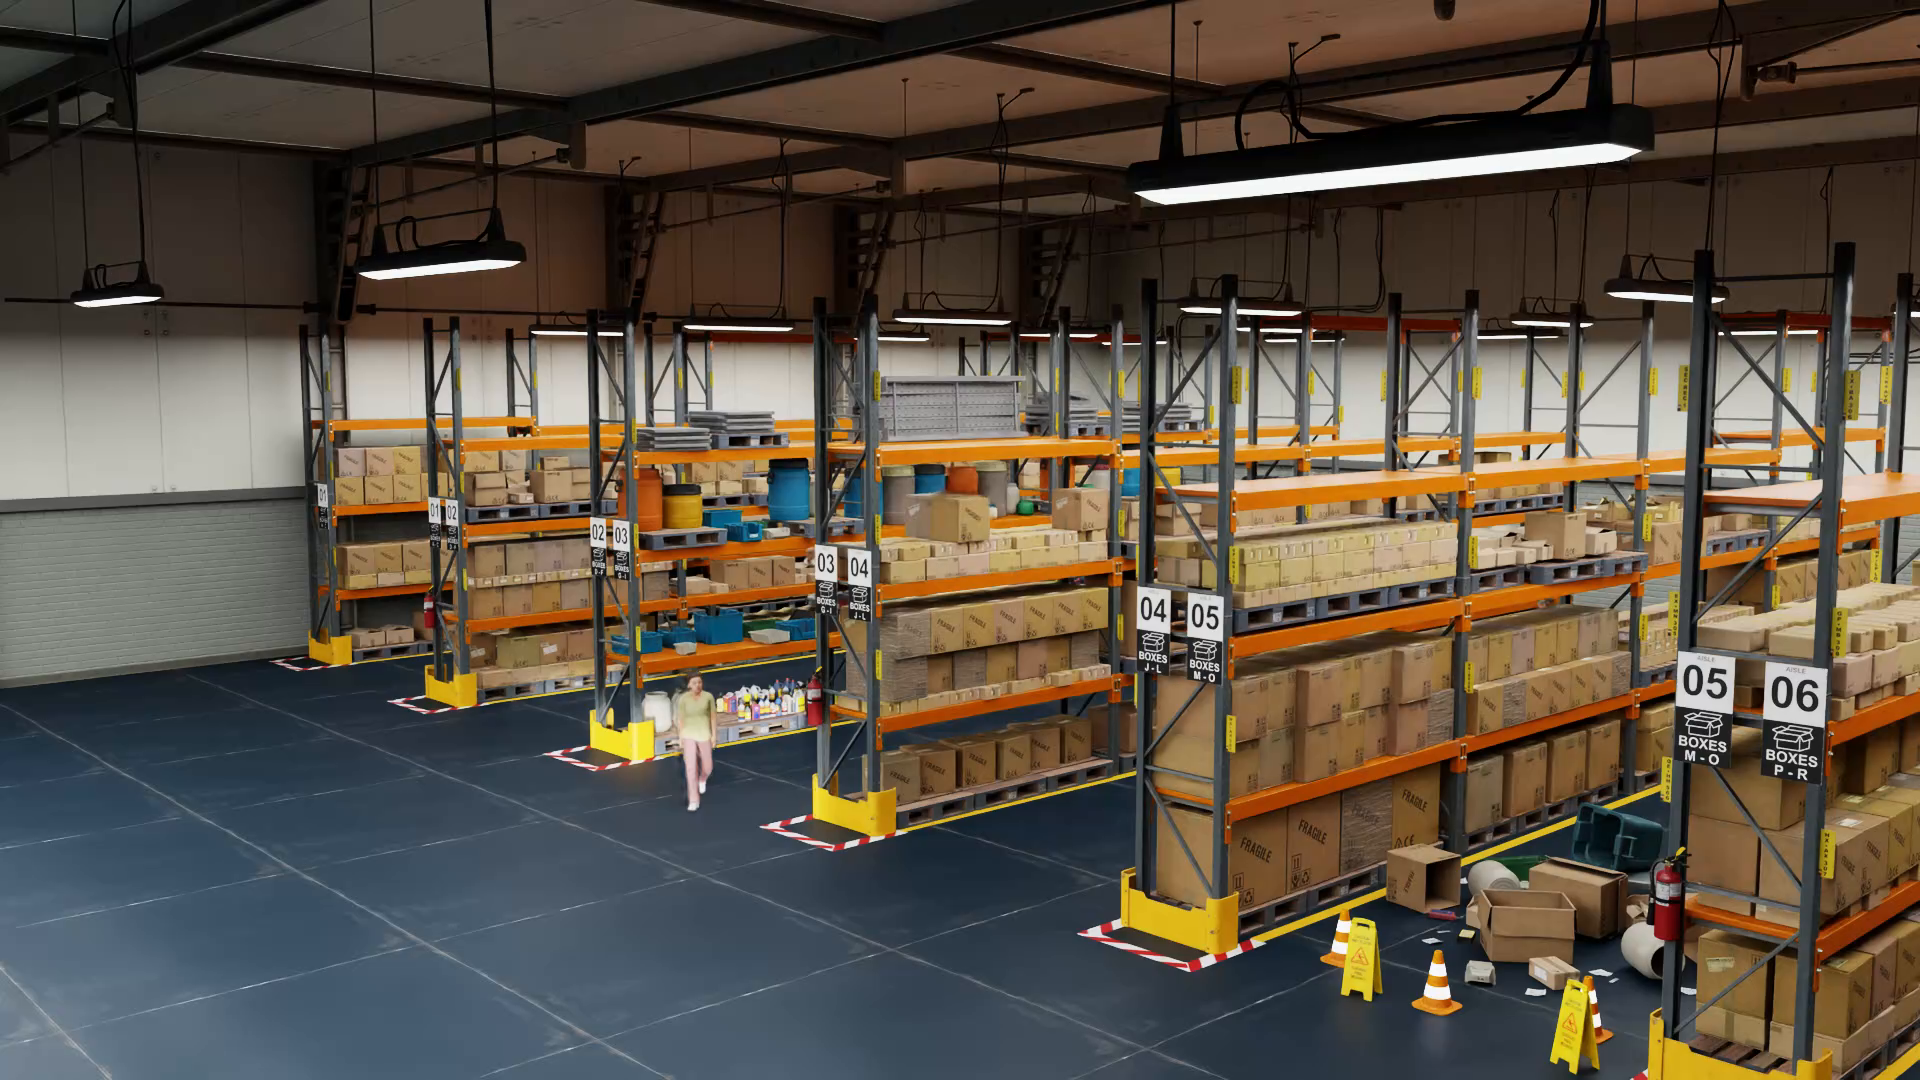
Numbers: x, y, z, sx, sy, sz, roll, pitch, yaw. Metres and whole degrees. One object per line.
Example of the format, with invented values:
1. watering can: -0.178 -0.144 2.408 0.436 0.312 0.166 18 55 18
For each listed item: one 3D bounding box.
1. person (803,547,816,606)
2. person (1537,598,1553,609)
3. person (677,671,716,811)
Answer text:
1. person: -2.856 0.967 33.378 0.669 1.684 0.682 -4 7 -34
2. person: 9.520 1.663 26.858 0.697 1.601 0.639 -4 7 -34
3. person: -3.138 2.353 19.823 0.453 1.601 0.900 -1 6 -14
